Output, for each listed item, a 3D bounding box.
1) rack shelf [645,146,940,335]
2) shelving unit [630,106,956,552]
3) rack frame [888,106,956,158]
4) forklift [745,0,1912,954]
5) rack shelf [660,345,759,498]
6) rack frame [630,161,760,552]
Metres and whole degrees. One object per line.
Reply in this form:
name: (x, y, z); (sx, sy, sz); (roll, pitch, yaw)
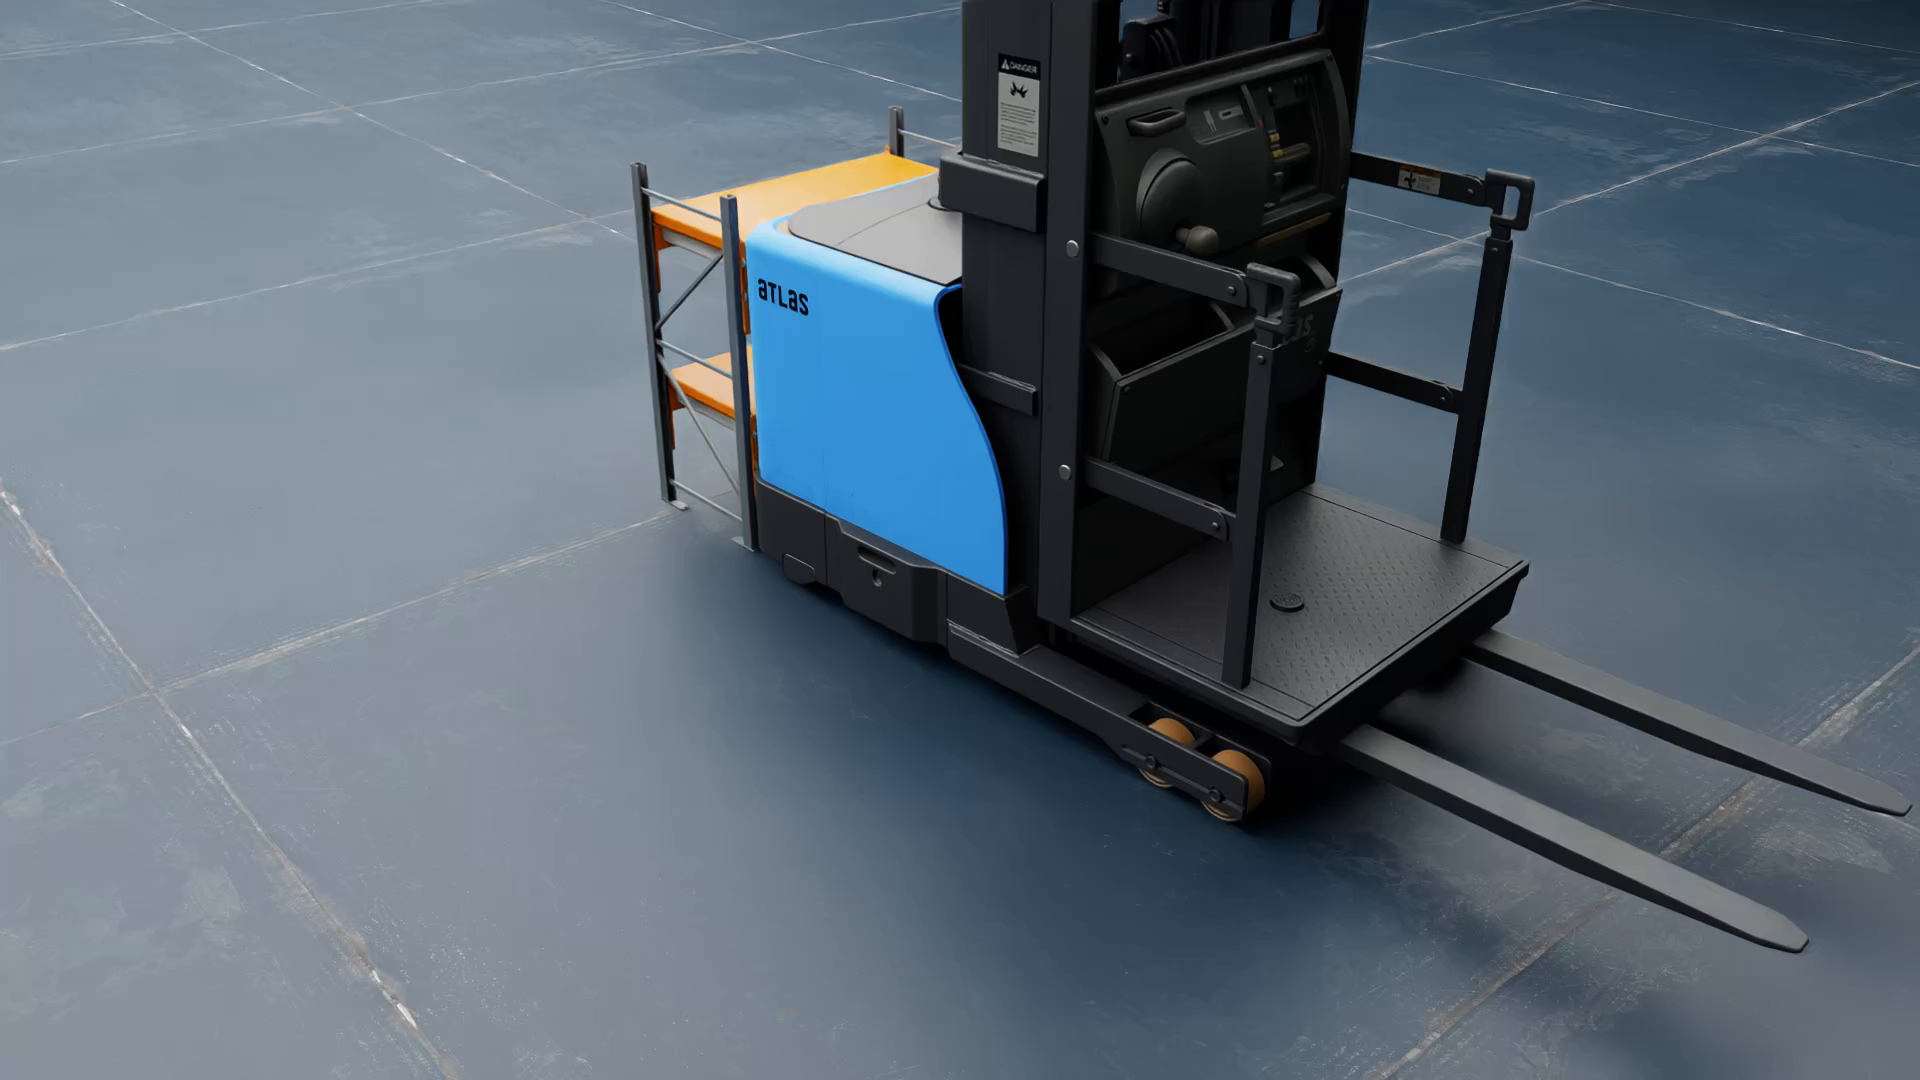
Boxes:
rack shelf: (-0.433, -0.970, 5.250); (1.000, 0.278, 0.538); (-24, 36, -37)
shelving unit: (-0.433, -0.712, 5.388); (1.048, 1.125, 0.538); (-24, 36, -37)
rack frame: (-0.060, -0.874, 5.693); (0.032, 1.125, 0.500); (-24, 36, -37)
forklift: (0.794, -0.897, 3.818); (3.031, 2.935, 1.130); (25, 37, 38)
rack shelf: (-0.433, -0.496, 5.503); (1.000, 0.278, 0.538); (-24, 36, -37)
rack frame: (-0.806, -0.549, 5.083); (0.032, 1.125, 0.500); (-24, 36, -37)
